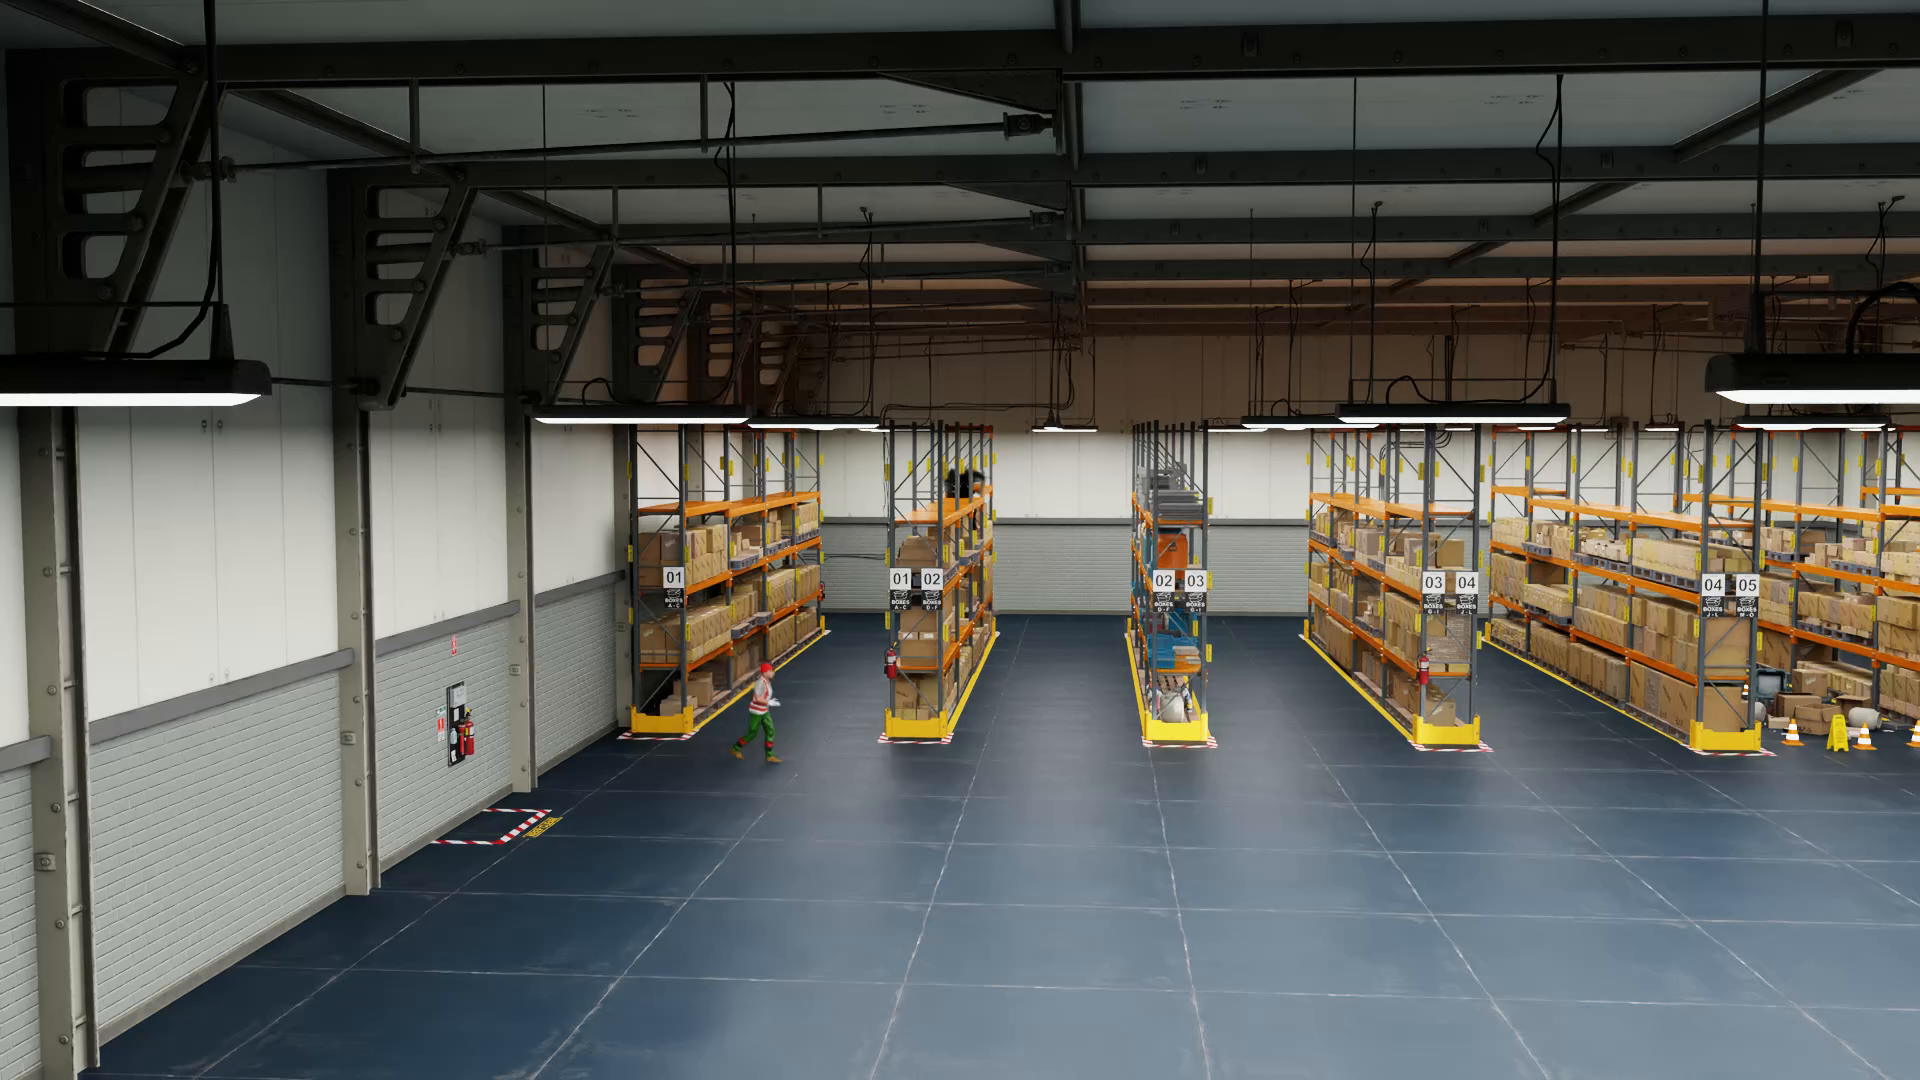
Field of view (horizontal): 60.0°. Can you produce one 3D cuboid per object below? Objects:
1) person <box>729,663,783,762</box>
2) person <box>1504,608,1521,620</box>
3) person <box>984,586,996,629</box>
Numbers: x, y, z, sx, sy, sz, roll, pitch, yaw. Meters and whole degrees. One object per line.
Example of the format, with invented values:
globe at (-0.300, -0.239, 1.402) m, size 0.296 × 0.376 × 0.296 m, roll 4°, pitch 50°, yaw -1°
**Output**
person at (-3.555, 3.009, 29.004) m, size 0.957 × 1.755 × 0.678 m, roll 1°, pitch 4°, yaw 15°
person at (15.782, 1.930, 47.186) m, size 0.689 × 1.675 × 0.570 m, roll 1°, pitch 4°, yaw 12°
person at (0.783, 1.789, 49.355) m, size 0.565 × 1.646 × 0.843 m, roll -3°, pitch 5°, yaw -44°
